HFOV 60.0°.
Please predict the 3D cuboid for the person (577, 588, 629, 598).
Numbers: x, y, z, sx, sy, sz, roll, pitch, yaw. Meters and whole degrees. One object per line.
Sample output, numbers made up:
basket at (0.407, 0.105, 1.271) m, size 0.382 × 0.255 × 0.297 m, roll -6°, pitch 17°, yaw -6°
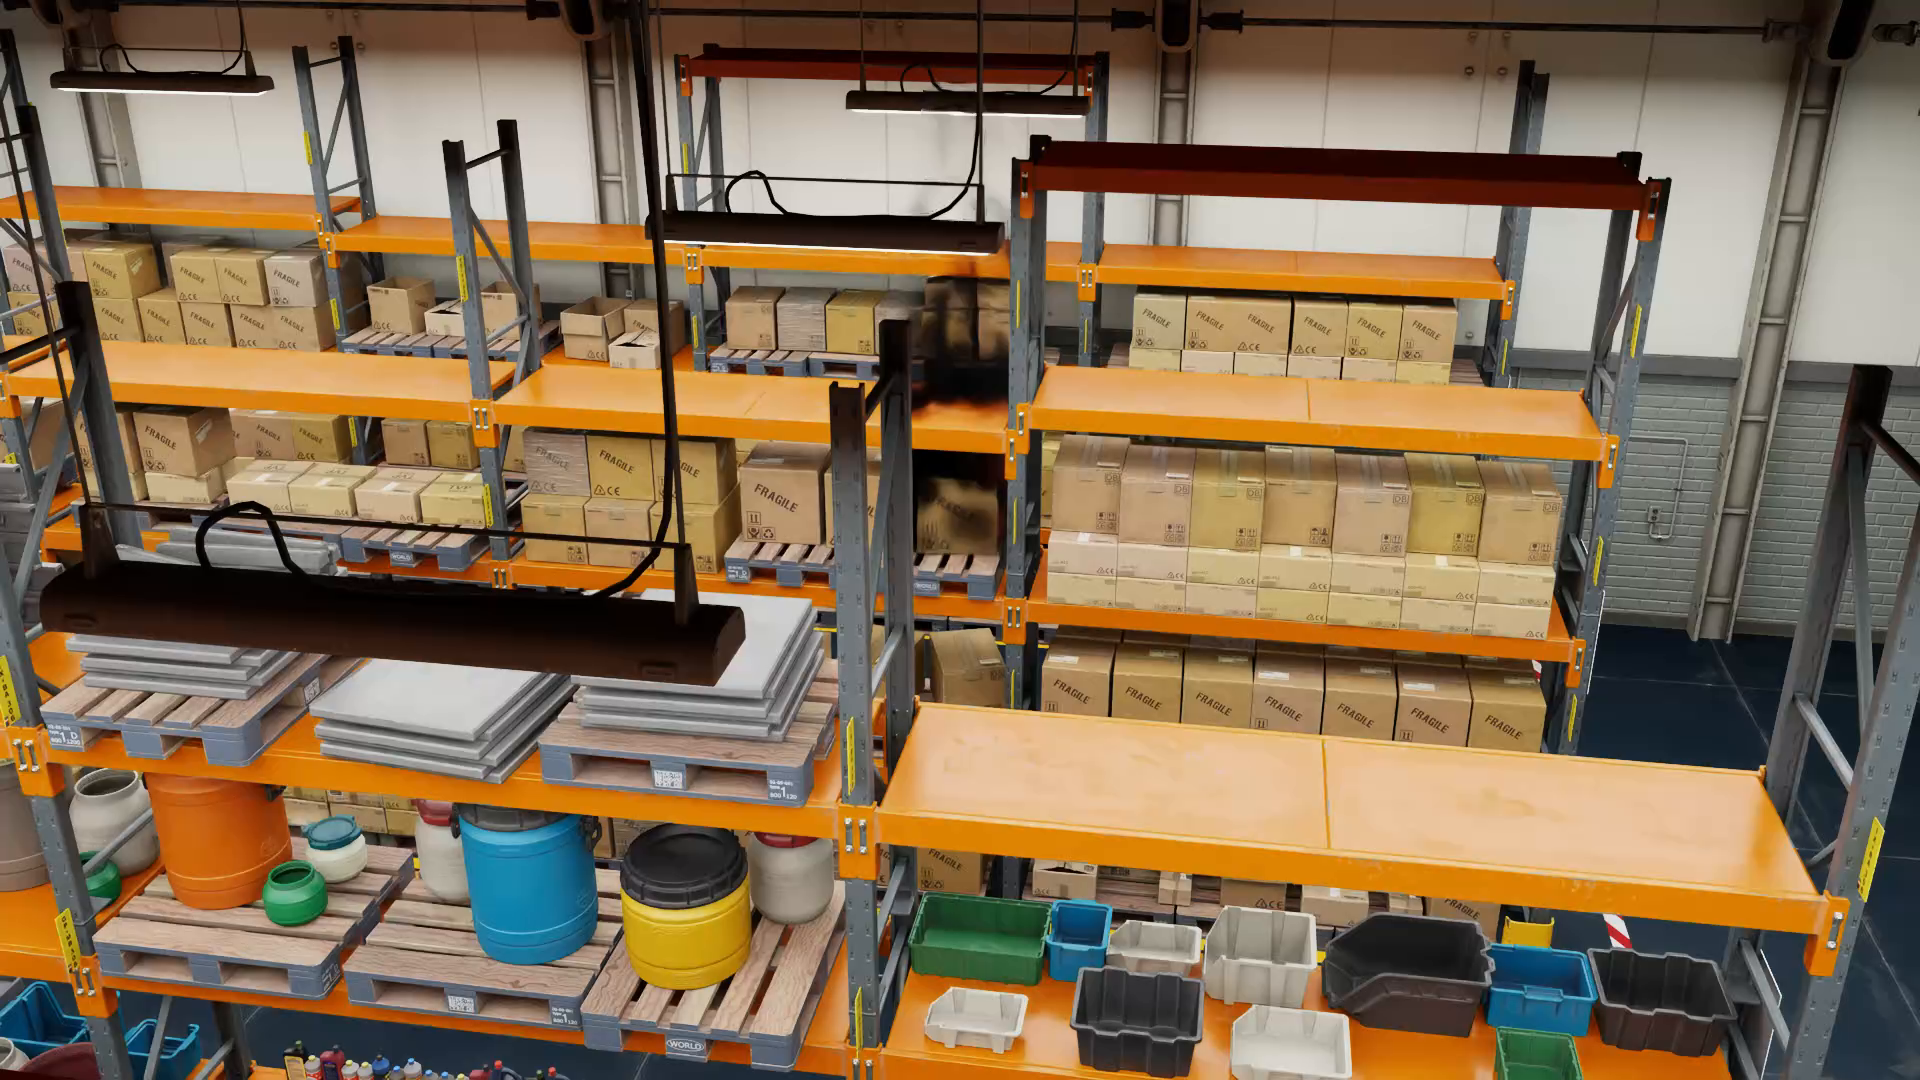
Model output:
person at (-3.438, 1.028, 15.655) m, size 0.876 × 1.819 × 0.676 m, roll 1°, pitch 23°, yaw 3°
